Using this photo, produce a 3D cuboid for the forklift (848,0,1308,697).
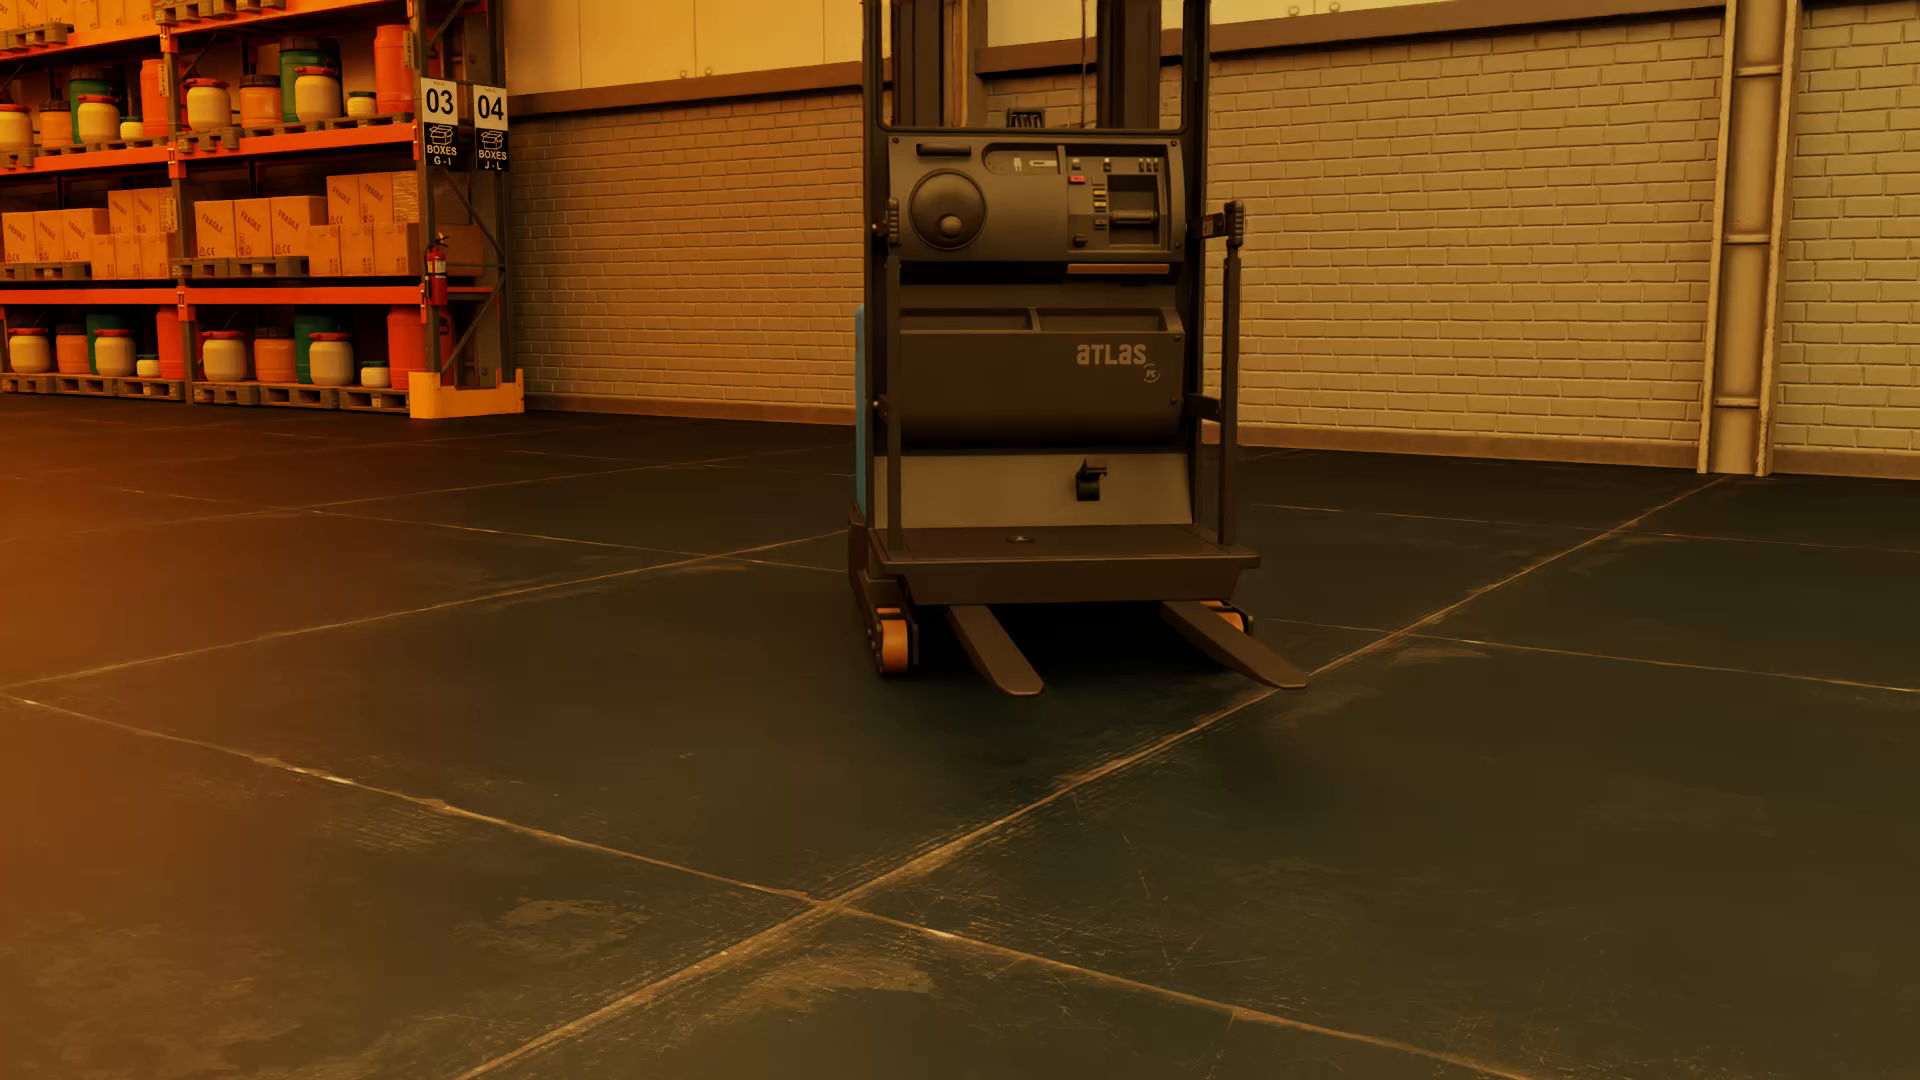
[{"bbox_3d":[0.268,-1.110,4.995,1.130,2.935,3.031,-1,8,-7],"label":"forklift"}]
